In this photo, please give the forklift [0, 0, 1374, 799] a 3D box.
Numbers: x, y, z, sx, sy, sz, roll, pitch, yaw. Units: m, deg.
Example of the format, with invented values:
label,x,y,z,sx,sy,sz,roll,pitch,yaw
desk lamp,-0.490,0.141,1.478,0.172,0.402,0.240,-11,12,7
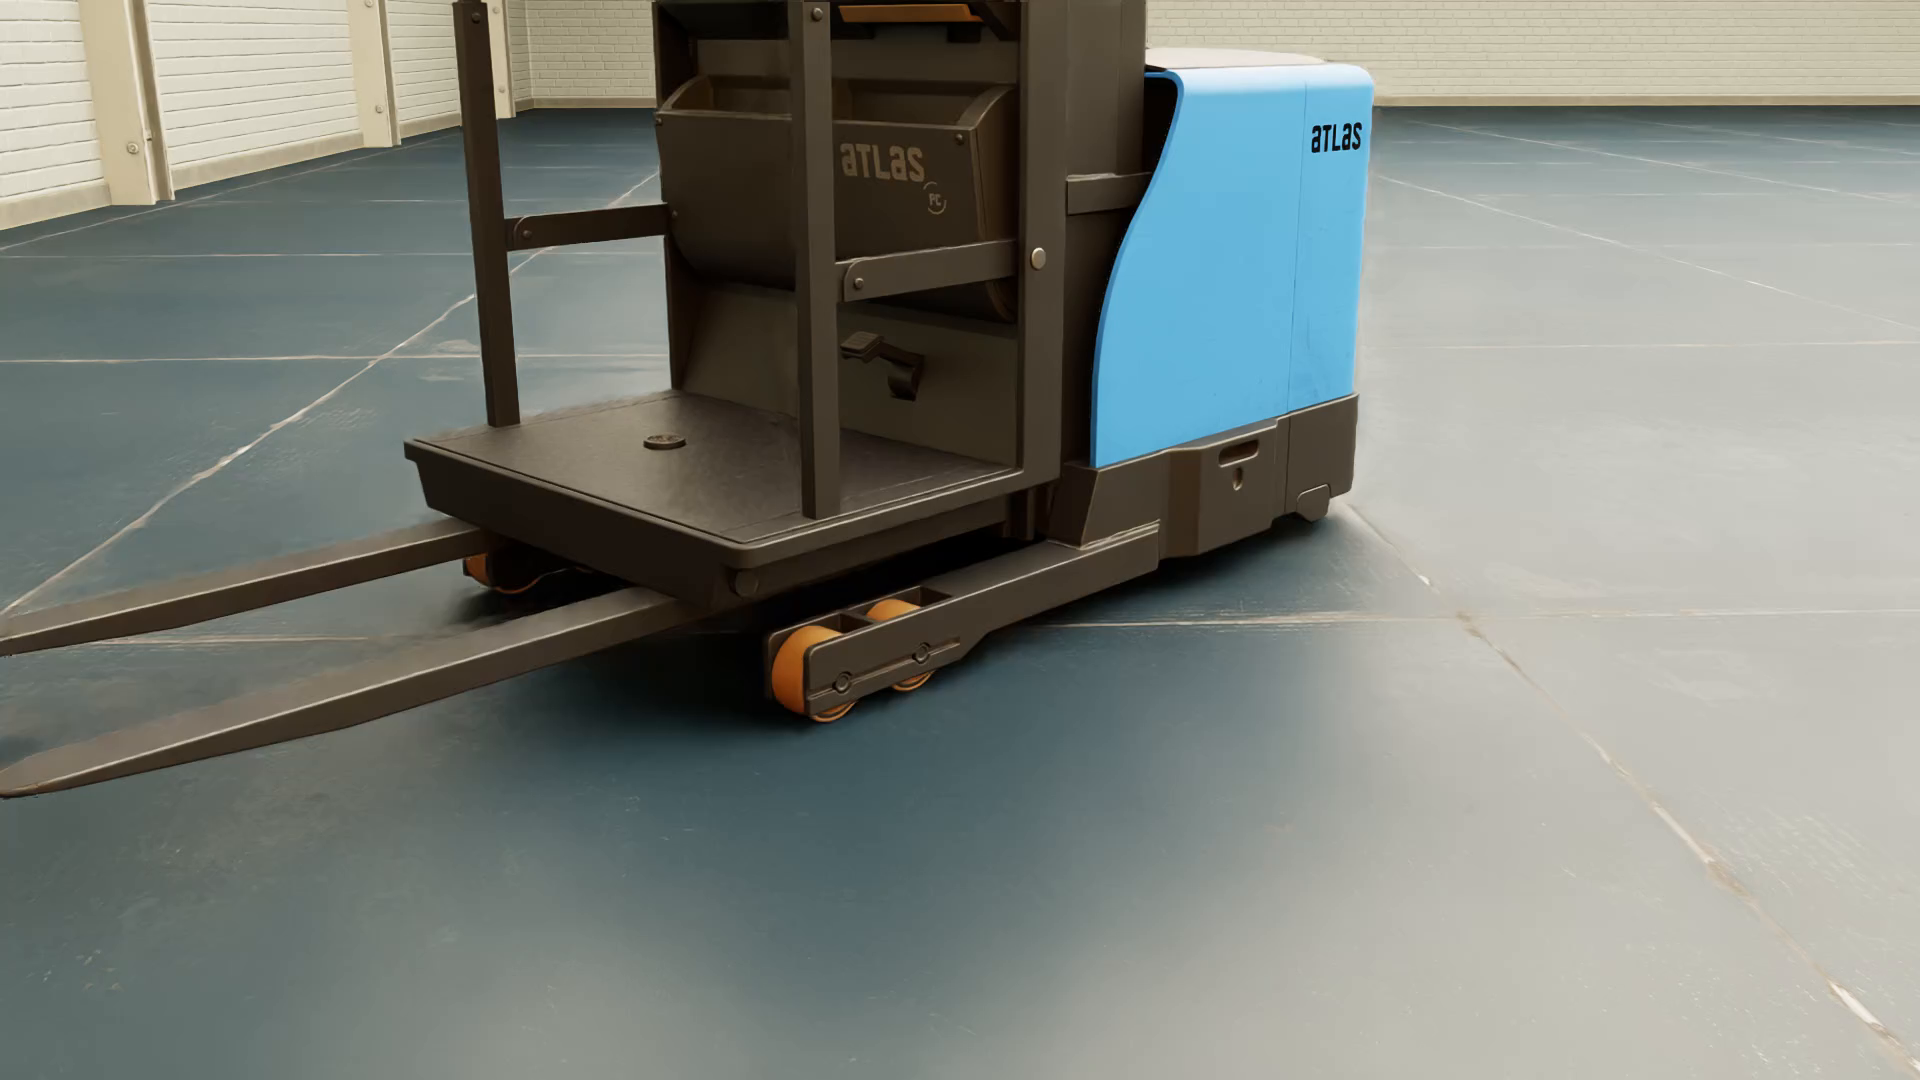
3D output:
label,x,y,z,sx,sy,sz,roll,pitch,yaw
forklift,-0.412,-1.254,3.006,1.130,2.935,3.031,16,23,41
